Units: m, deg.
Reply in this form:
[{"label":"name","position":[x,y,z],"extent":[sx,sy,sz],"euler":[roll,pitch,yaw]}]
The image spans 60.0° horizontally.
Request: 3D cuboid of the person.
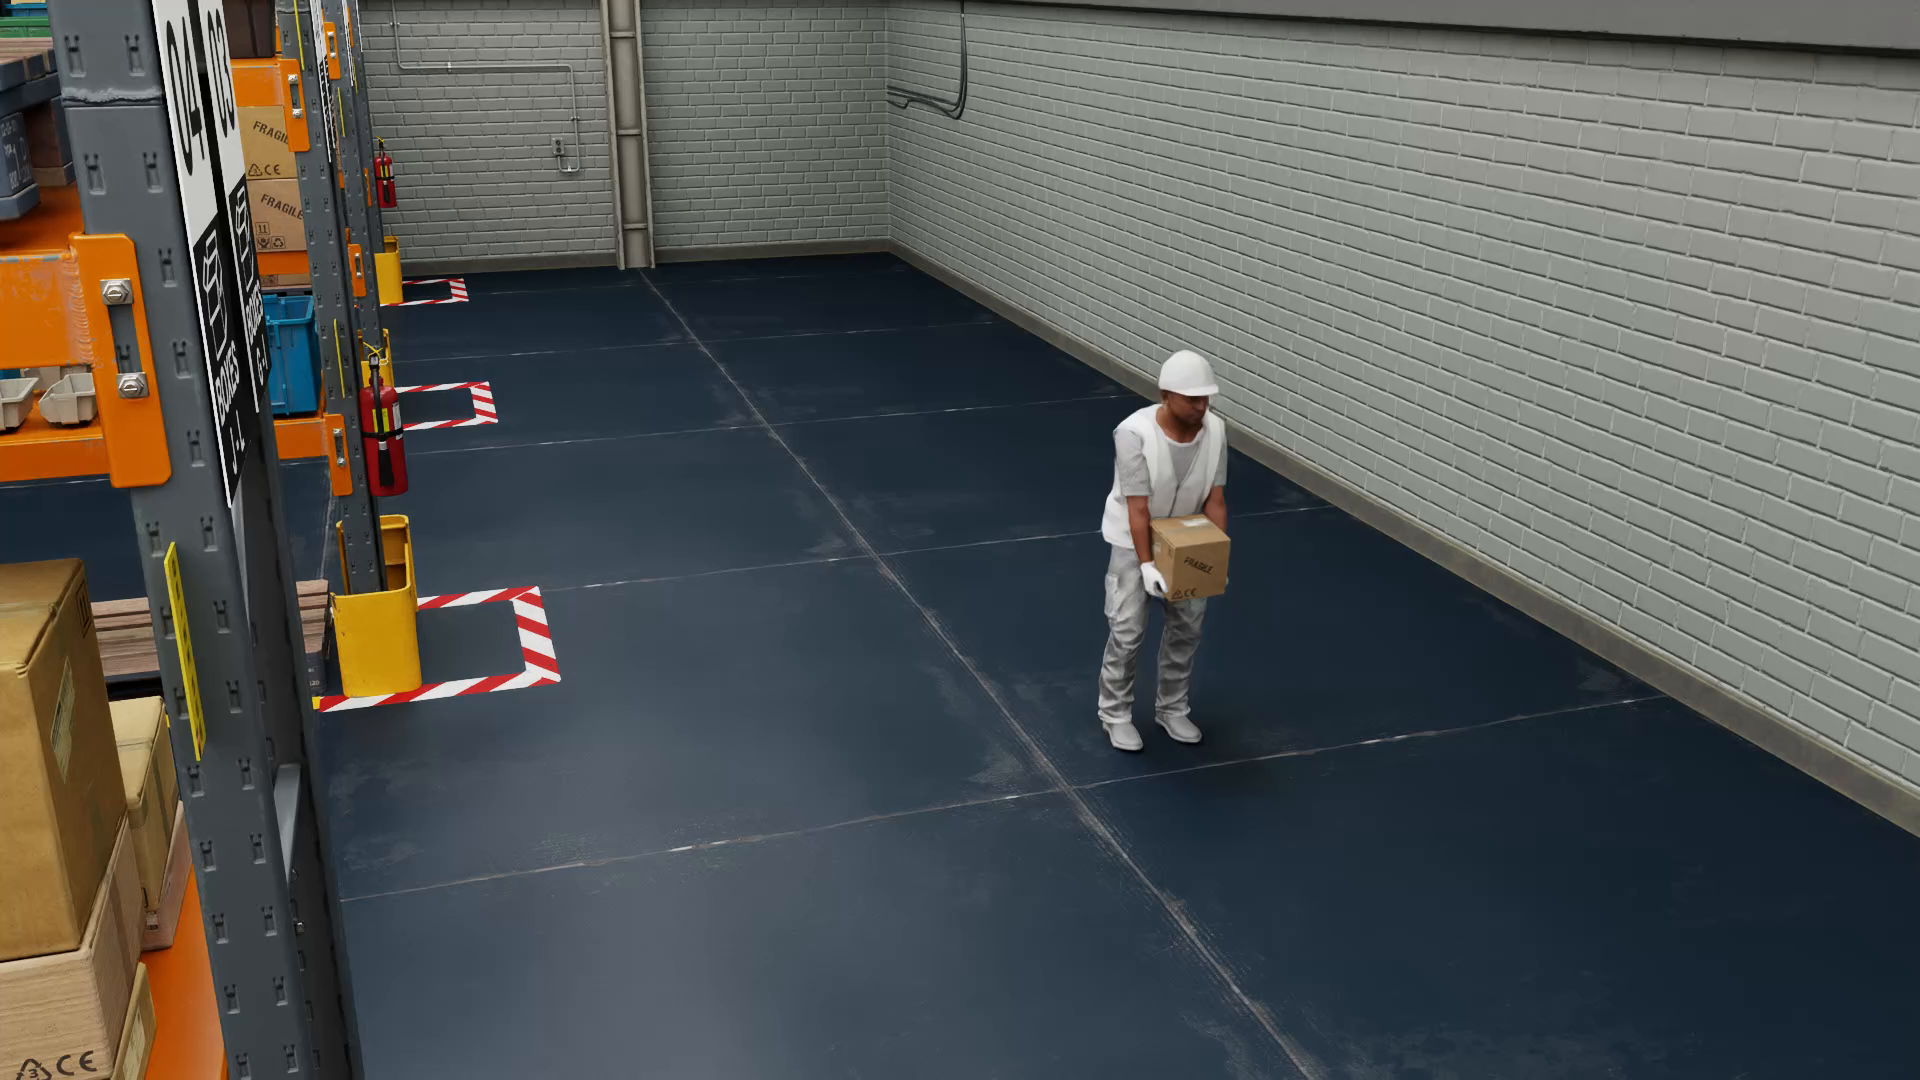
[{"label":"person","position":[0.870,0.053,6.939],"extent":[0.488,1.744,0.610],"euler":[-7,20,-18]}]
